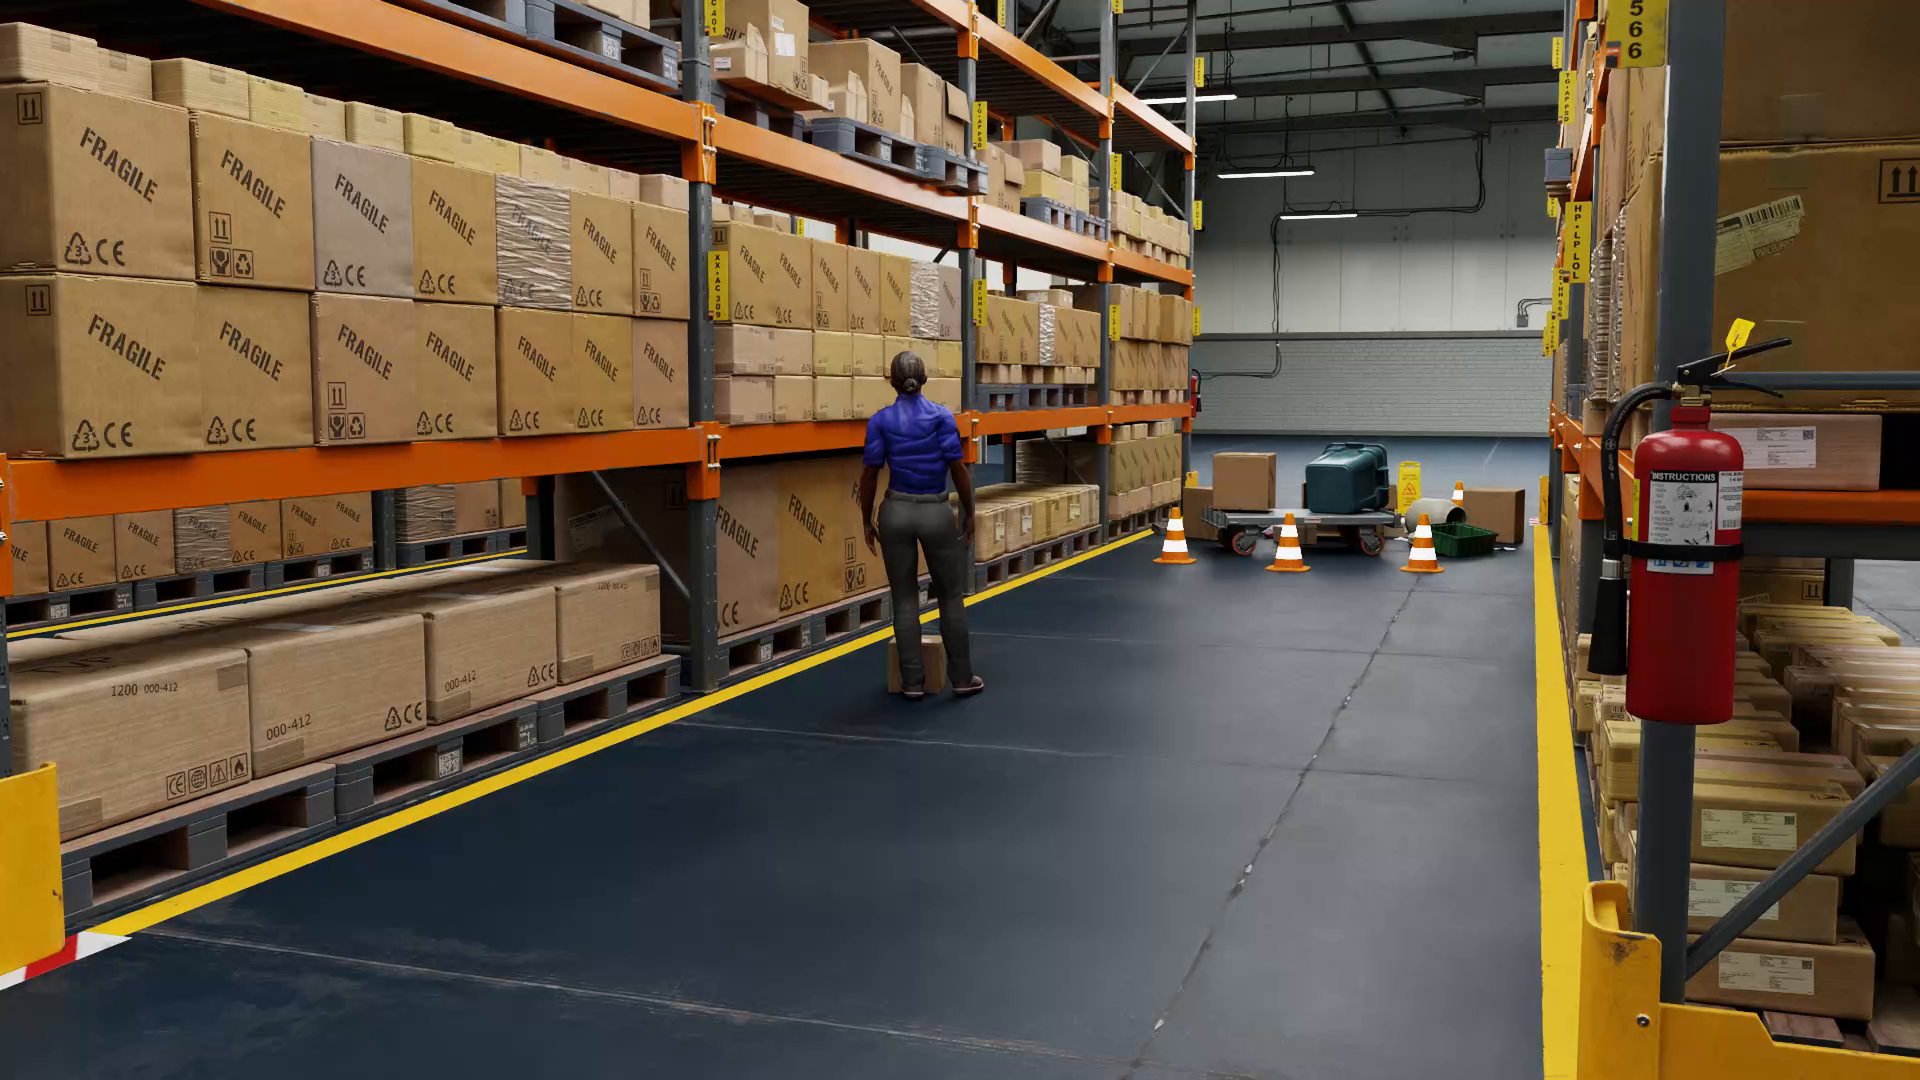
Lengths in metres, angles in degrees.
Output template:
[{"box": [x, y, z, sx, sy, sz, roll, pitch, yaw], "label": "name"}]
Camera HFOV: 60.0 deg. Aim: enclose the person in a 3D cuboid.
[{"box": [-0.182, -0.074, 7.984, 0.570, 1.654, 0.504, 0, 5, 5], "label": "person"}]
